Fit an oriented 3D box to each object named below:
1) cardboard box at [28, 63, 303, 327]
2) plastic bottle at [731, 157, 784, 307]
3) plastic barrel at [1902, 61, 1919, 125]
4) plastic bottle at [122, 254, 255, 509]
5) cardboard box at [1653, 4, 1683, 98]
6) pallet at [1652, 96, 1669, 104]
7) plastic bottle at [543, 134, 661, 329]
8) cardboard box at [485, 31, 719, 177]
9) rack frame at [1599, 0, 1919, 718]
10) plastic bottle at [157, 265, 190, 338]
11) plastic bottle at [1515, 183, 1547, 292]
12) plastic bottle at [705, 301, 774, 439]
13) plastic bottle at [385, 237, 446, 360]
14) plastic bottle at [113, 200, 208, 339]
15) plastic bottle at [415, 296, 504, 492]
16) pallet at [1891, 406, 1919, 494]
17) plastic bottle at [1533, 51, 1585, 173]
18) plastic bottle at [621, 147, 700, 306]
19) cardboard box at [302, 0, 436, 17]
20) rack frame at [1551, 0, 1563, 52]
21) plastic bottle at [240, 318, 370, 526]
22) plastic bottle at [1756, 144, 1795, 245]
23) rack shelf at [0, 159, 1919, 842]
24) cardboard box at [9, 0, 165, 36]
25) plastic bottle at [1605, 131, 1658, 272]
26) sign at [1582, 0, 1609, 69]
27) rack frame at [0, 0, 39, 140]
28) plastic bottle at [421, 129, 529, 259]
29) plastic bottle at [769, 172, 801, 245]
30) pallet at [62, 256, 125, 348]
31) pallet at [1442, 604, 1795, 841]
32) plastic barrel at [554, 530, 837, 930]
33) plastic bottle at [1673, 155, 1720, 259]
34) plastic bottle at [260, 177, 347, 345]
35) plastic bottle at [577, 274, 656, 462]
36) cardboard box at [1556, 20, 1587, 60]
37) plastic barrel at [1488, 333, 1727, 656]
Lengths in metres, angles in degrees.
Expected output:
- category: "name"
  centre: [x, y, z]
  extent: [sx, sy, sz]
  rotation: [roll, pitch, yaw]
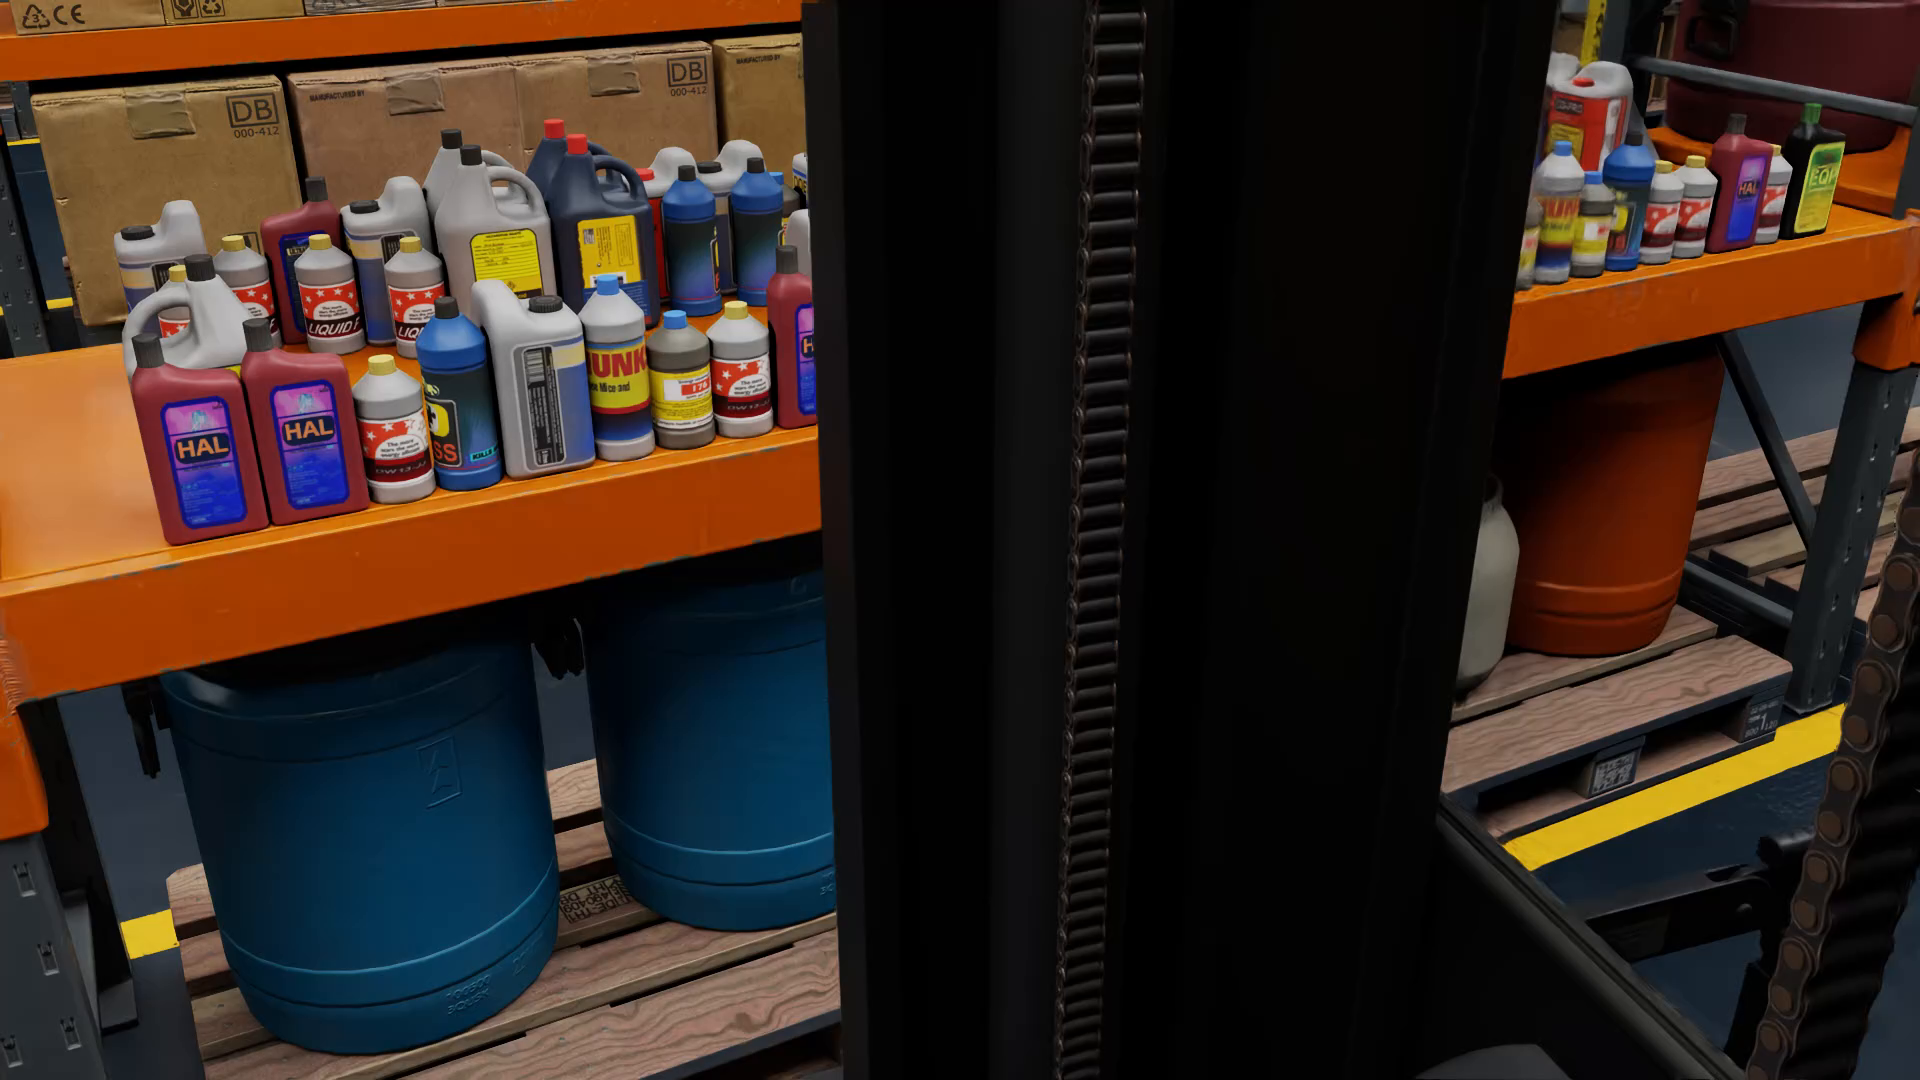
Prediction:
- category: "cardboard box"
  centre: [-3.314, -1.542, 6.966]
  extent: [0.875, 0.875, 1.225]
  rotation: [-13, 29, -25]
- category: "plastic bottle"
  centre: [-0.382, -0.587, 3.157]
  extent: [0.097, 0.271, 0.097]
  rotation: [0, 26, 0]
- category: "plastic barrel"
  centre: [2.798, -1.437, 4.649]
  extent: [0.421, 0.512, 0.421]
  rotation: [0, 26, 0]
- category: "plastic bottle"
  centre: [-1.040, -0.215, 2.289]
  extent: [0.185, 0.351, 0.144]
  rotation: [-13, 29, -25]
- category: "cardboard box"
  centre: [4.574, -3.207, 10.866]
  extent: [0.500, 0.500, 0.500]
  rotation: [-16, 30, -30]
- category: "pallet"
  centre: [4.844, -2.945, 11.141]
  extent: [1.213, 0.211, 1.003]
  rotation: [-13, 29, -25]
- category: "plastic bottle"
  centre: [-0.650, -0.554, 2.994]
  extent: [0.185, 0.351, 0.144]
  rotation: [-13, 29, -25]
- category: "cardboard box"
  centre: [-1.749, -1.908, 7.727]
  extent: [0.875, 0.875, 1.225]
  rotation: [-13, 29, -25]
- category: "rack frame"
  centre: [1.991, -1.096, 4.067]
  extent: [0.127, 3.000, 1.000]
  rotation: [-13, 29, -25]
- category: "plastic bottle"
  centre: [-1.268, -0.351, 2.746]
  extent: [0.097, 0.201, 0.097]
  rotation: [0, 26, 0]
- category: "plastic bottle"
  centre: [1.091, -0.598, 3.260]
  extent: [0.097, 0.201, 0.097]
  rotation: [0, 26, 0]
- category: "plastic bottle"
  centre: [-0.341, -0.268, 2.571]
  extent: [0.097, 0.201, 0.097]
  rotation: [0, 26, 0]
- category: "plastic bottle"
  centre: [-0.945, -0.426, 2.901]
  extent: [0.097, 0.201, 0.097]
  rotation: [0, 26, 0]
- category: "plastic bottle"
  centre: [-1.343, -0.429, 2.821]
  extent: [0.135, 0.276, 0.152]
  rotation: [-13, 29, -25]
- category: "plastic bottle"
  centre: [-0.717, -0.212, 2.375]
  extent: [0.097, 0.271, 0.097]
  rotation: [0, 26, 0]
- category: "pallet"
  centre: [3.768, -0.228, 5.482]
  extent: [1.213, 0.211, 1.003]
  rotation: [-13, 29, -25]
- category: "plastic bottle"
  centre: [1.457, -1.075, 4.167]
  extent: [0.135, 0.276, 0.152]
  rotation: [-13, 29, -25]
- category: "plastic bottle"
  centre: [-0.575, -0.606, 3.190]
  extent: [0.135, 0.276, 0.152]
  rotation: [-13, 29, -25]
- category: "cardboard box"
  centre: [-2.461, -2.420, 6.710]
  extent: [0.500, 0.500, 0.500]
  rotation: [-14, 29, -26]
- category: "rack frame"
  centre: [3.190, -3.802, 9.703]
  extent: [0.127, 3.000, 1.000]
  rotation: [-13, 29, -25]
- category: "plastic bottle"
  centre: [-0.896, -0.167, 2.268]
  extent: [0.133, 0.283, 0.061]
  rotation: [-13, 29, -25]
- category: "plastic bottle"
  centre: [1.724, -0.744, 3.564]
  extent: [0.097, 0.201, 0.097]
  rotation: [0, 26, 0]
- category: "rack shelf"
  centre: [0.226, -0.364, 3.374]
  extent: [4.000, 0.370, 1.077]
  rotation: [-13, 29, -25]
- category: "cardboard box"
  centre: [-3.346, -2.216, 6.284]
  extent: [0.500, 0.500, 0.500]
  rotation: [-13, 29, -25]
- category: "plastic bottle"
  centre: [1.349, -0.689, 3.369]
  extent: [0.097, 0.271, 0.097]
  rotation: [0, 26, 0]
- category: "sign"
  centre: [1.726, -1.378, 4.466]
  extent: [0.005, 0.325, 0.100]
  rotation: [-13, 29, -25]
- category: "rack frame"
  centre: [-6.114, -4.087, 10.298]
  extent: [0.127, 3.000, 1.000]
  rotation: [-13, 29, -25]
- category: "plastic bottle"
  centre: [-0.881, -0.571, 3.031]
  extent: [0.185, 0.351, 0.144]
  rotation: [-13, 29, -25]
- category: "plastic bottle"
  centre: [-0.367, -0.634, 3.334]
  extent: [0.097, 0.201, 0.097]
  rotation: [0, 26, 0]
- category: "pallet"
  centre: [-3.224, -1.102, 7.300]
  extent: [1.213, 0.211, 1.003]
  rotation: [-13, 29, -25]
- category: "pallet"
  centre: [1.315, 0.338, 4.303]
  extent: [1.213, 0.211, 1.003]
  rotation: [-13, 29, -25]
- category: "plastic barrel"
  centre: [-0.426, 0.227, 3.251]
  extent: [0.708, 0.901, 0.600]
  rotation: [-13, 29, -25]
- category: "plastic bottle"
  centre: [1.521, -0.697, 3.466]
  extent: [0.097, 0.201, 0.097]
  rotation: [0, 26, 0]
- category: "plastic bottle"
  centre: [-1.160, -0.497, 2.954]
  extent: [0.133, 0.283, 0.061]
  rotation: [-13, 29, -25]
- category: "plastic bottle"
  centre: [-0.513, -0.260, 2.474]
  extent: [0.097, 0.271, 0.097]
  rotation: [0, 26, 0]
- category: "cardboard box"
  centre: [3.562, -2.931, 10.291]
  extent: [0.500, 0.500, 0.500]
  rotation: [-14, 29, -27]
- category: "plastic barrel"
  centre: [1.567, -0.201, 4.224]
  extent: [0.708, 0.830, 0.600]
  rotation: [-13, 29, -25]
